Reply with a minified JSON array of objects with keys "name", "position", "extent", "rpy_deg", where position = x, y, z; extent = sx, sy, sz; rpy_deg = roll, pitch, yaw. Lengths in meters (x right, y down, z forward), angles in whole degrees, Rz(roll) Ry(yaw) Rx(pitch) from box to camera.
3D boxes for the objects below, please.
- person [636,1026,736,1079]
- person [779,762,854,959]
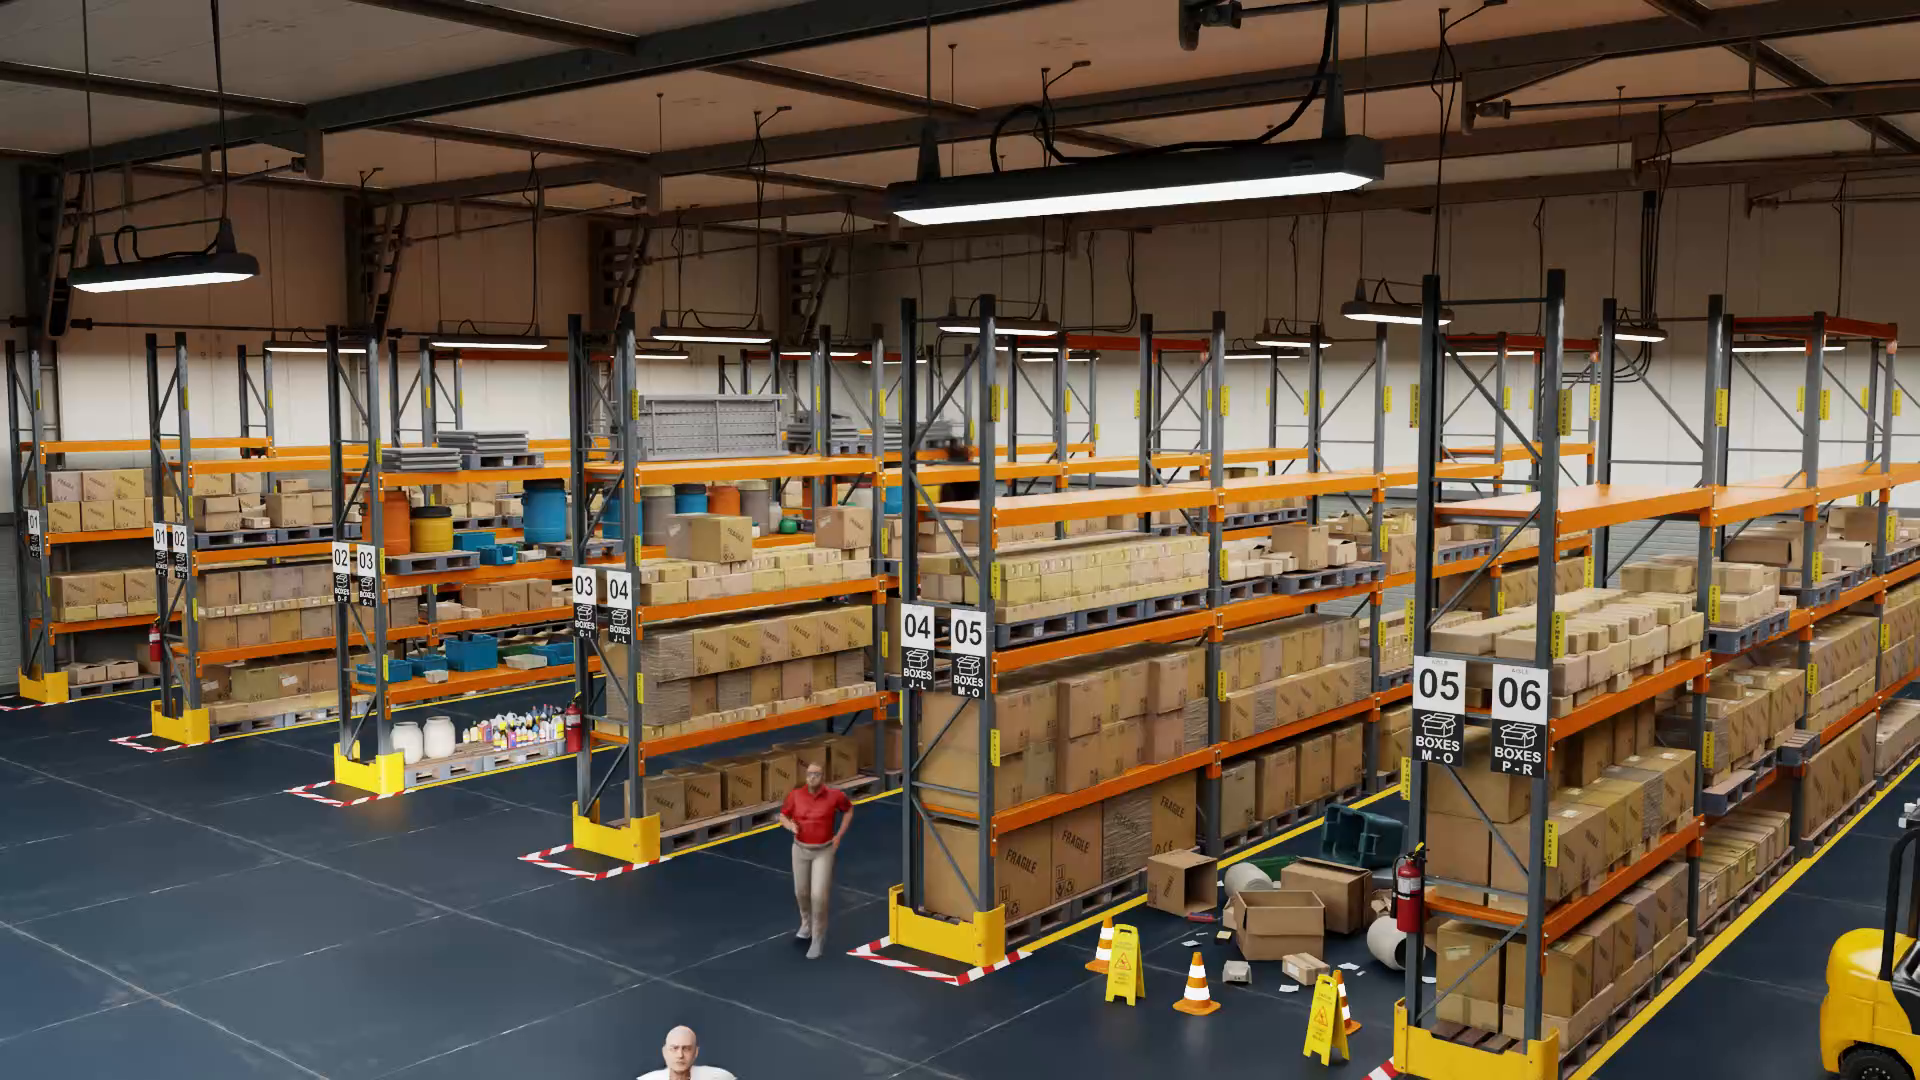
[{"name":"person","position":[-1.513,3.501,9.120],"extent":[0.730,1.724,0.716],"rpy_deg":[-1,5,-10]},{"name":"person","position":[-1.352,2.941,15.375],"extent":[0.659,1.806,0.709],"rpy_deg":[1,5,11]}]
